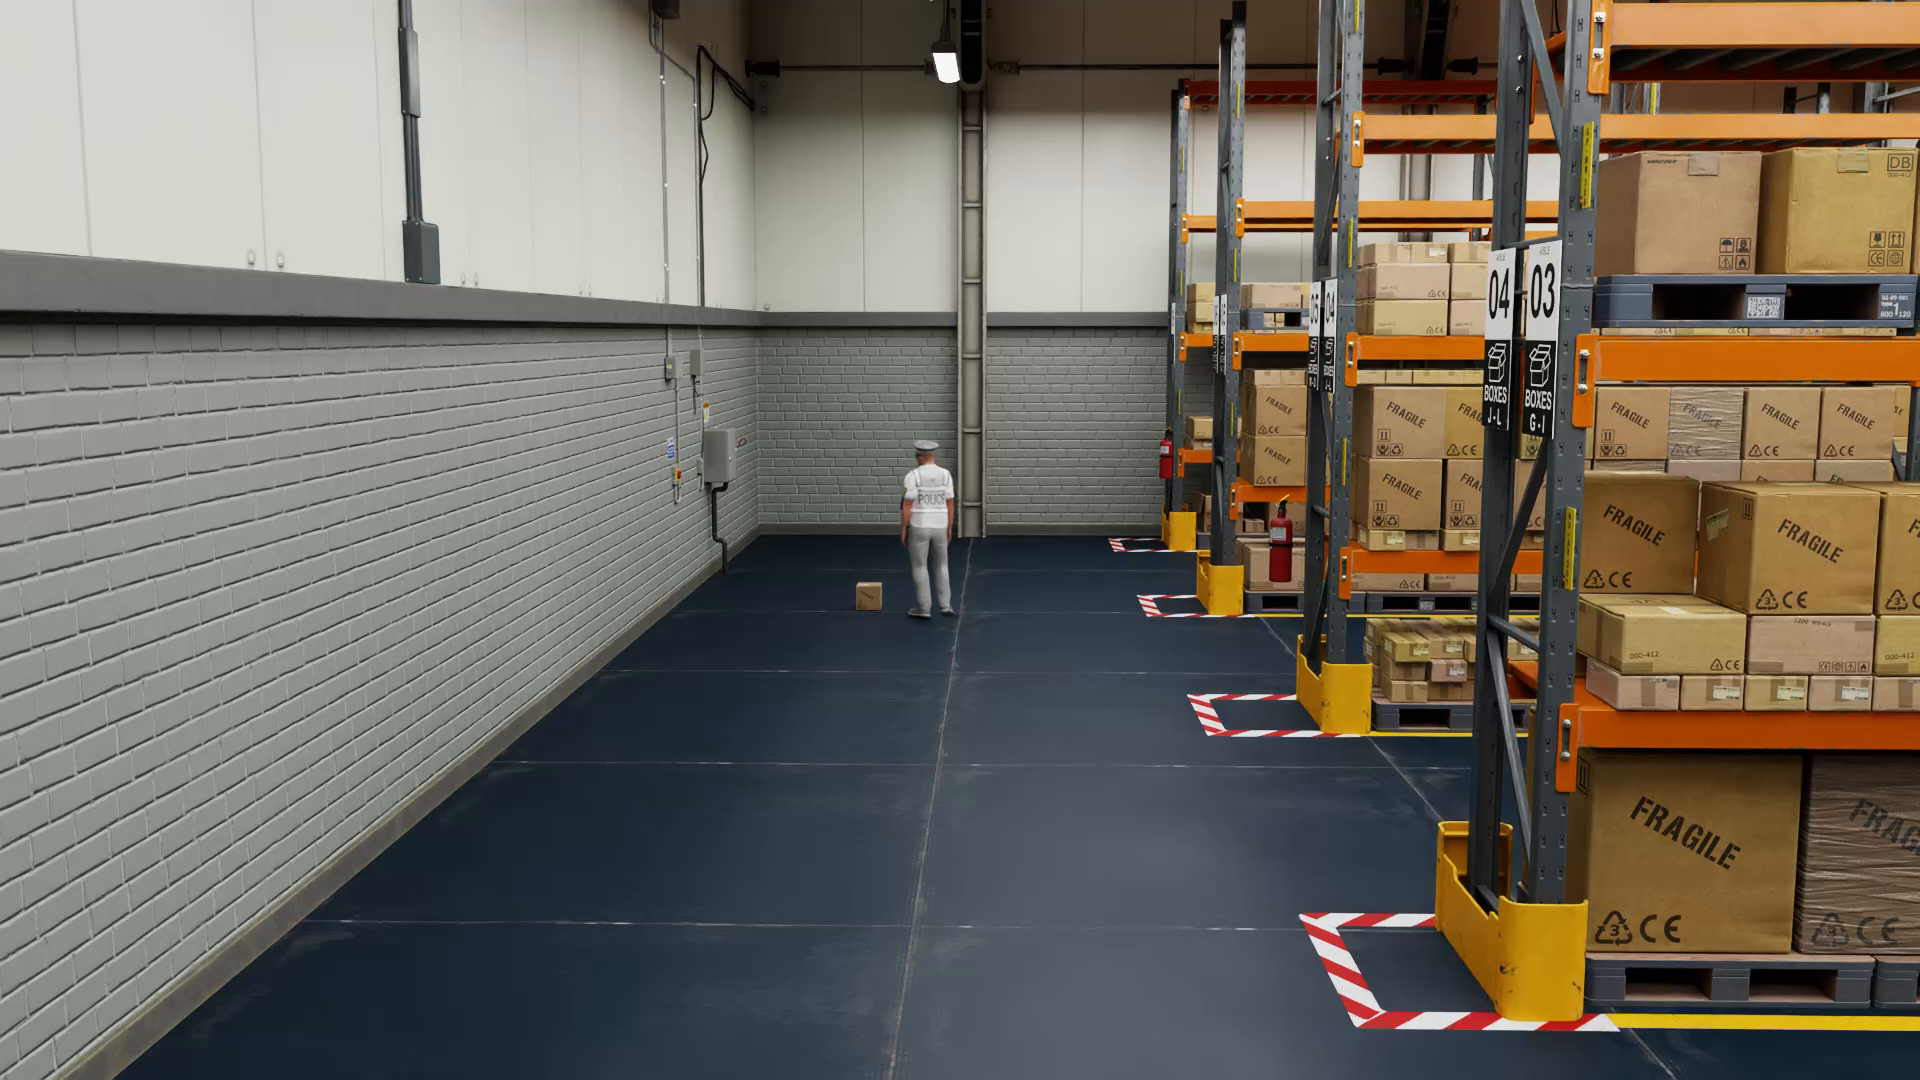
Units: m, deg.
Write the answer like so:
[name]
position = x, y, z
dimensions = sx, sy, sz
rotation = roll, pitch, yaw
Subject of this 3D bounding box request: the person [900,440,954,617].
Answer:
[person]
position = -0.298, -0.096, 16.615
dimensions = 0.650, 1.805, 0.433
rotation = -4, 8, -28
